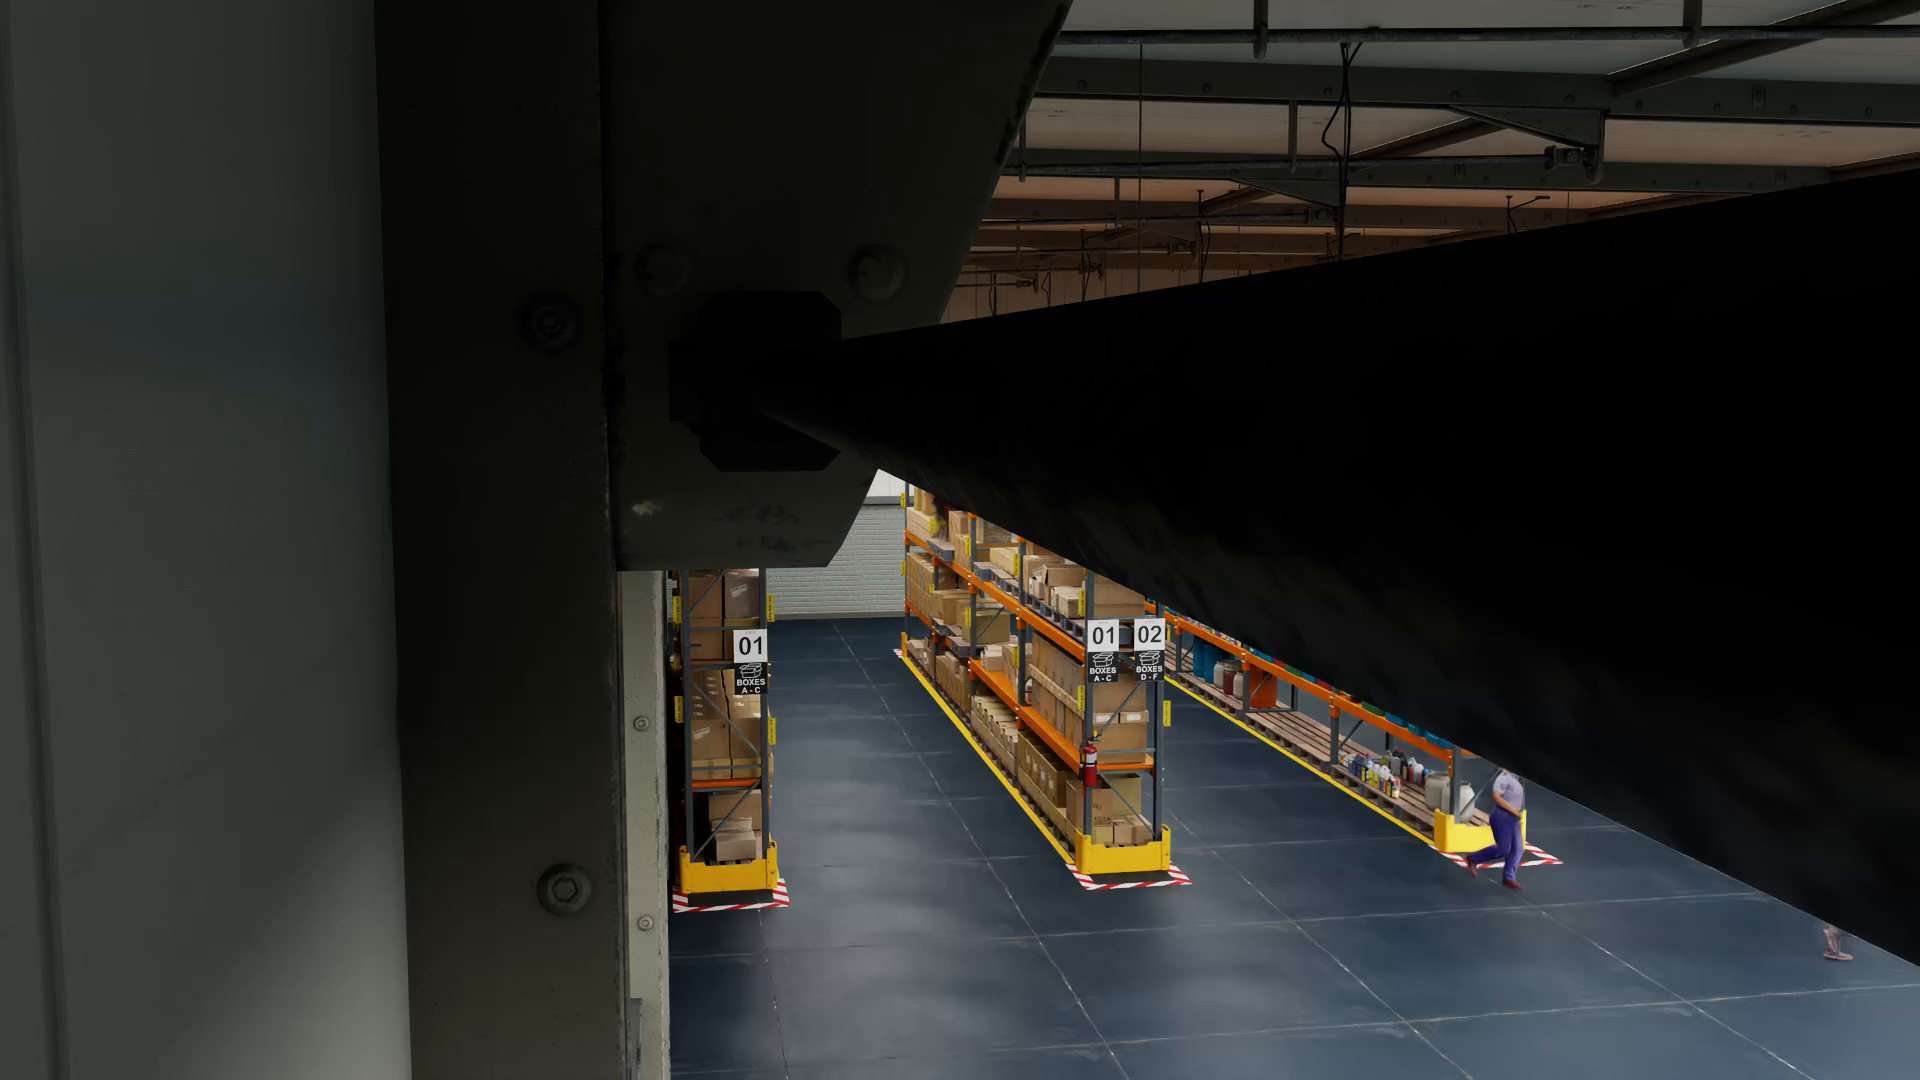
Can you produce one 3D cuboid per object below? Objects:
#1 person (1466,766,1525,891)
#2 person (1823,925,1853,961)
[{"bbox_3d":[6.655,3.425,20.475,0.733,1.625,0.648,4,7,33],"label":"person"},{"bbox_3d":[9.495,3.696,17.730,0.552,1.614,0.571,1,6,9],"label":"person"}]
